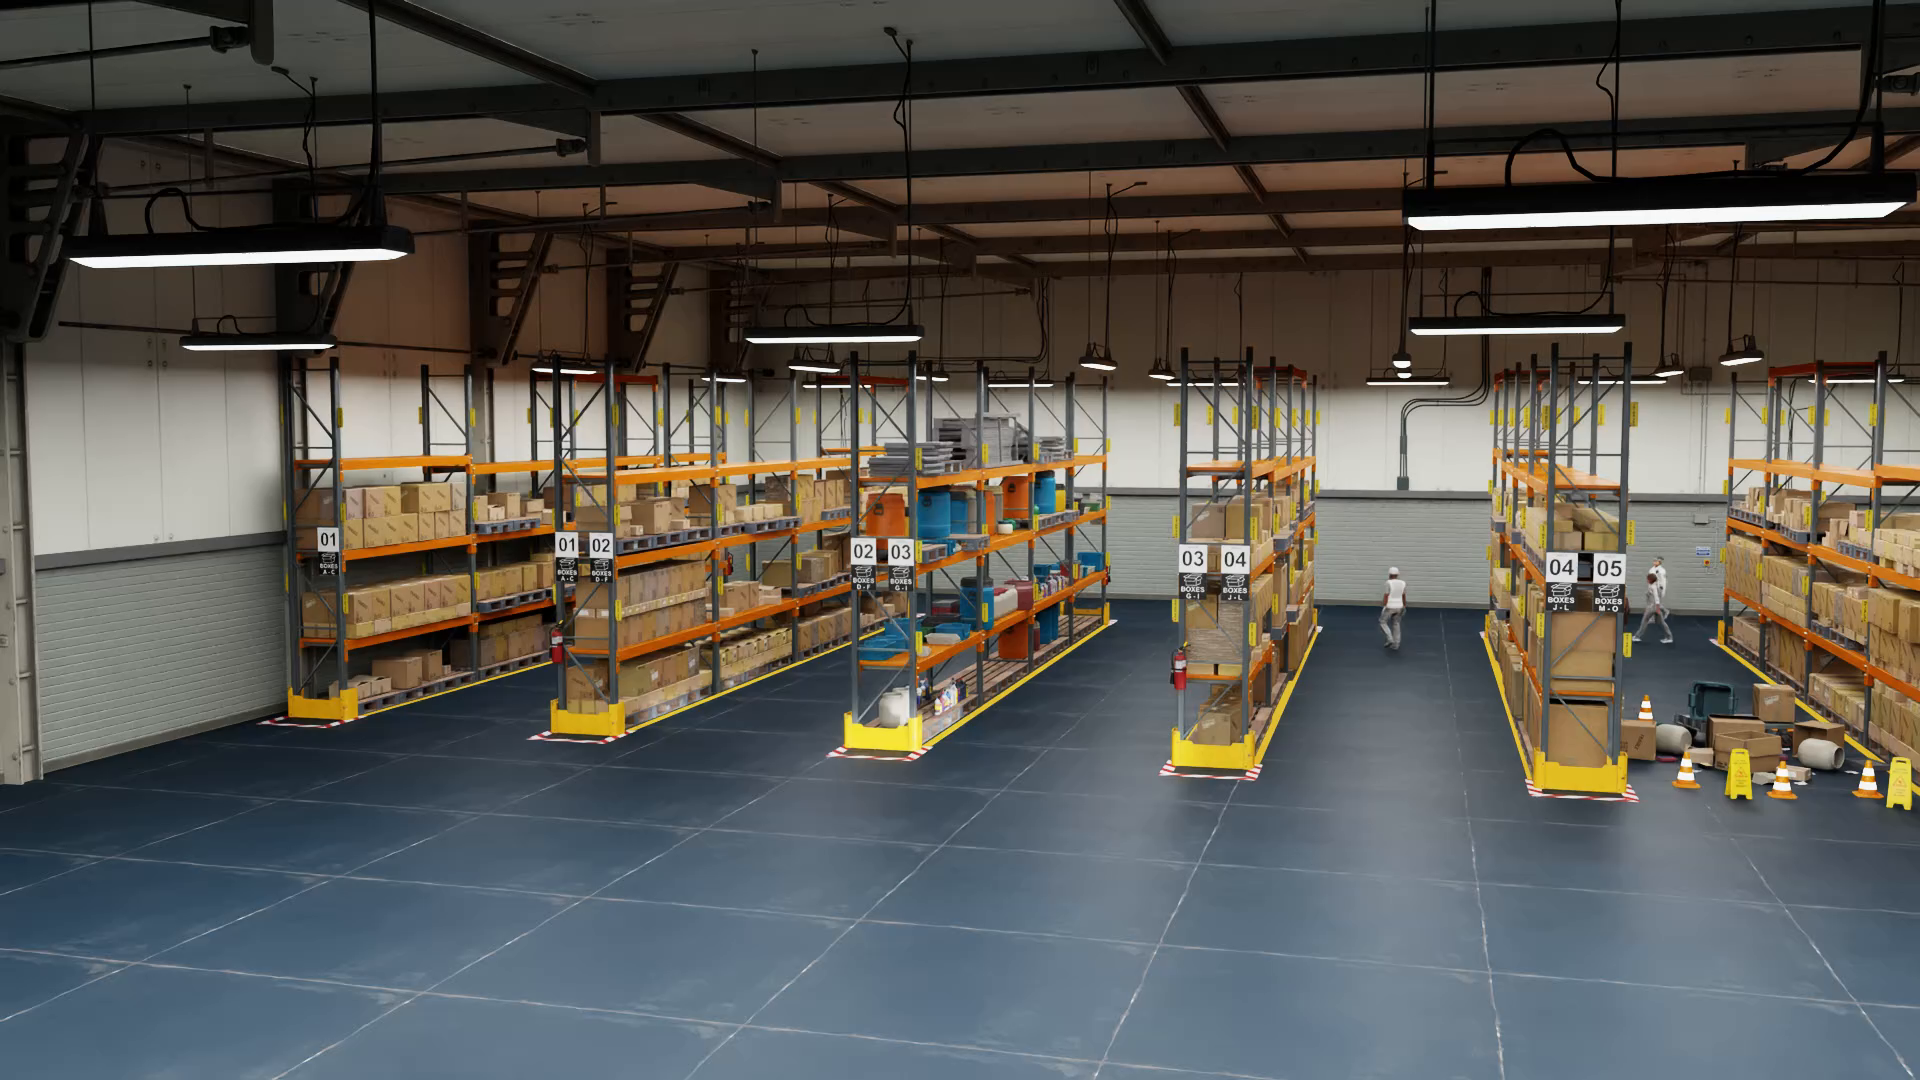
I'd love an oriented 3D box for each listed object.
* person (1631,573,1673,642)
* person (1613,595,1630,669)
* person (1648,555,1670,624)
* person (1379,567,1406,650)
[{"bbox_3d":[15.406,1.500,37.000,0.963,1.513,0.404,4,6,43],"label":"person"},{"bbox_3d":[13.060,1.700,33.168,0.659,1.760,0.668,-1,4,-7],"label":"person"},{"bbox_3d":[16.962,1.193,40.364,0.786,1.653,0.480,-1,4,-15],"label":"person"},{"bbox_3d":[9.375,1.476,35.909,0.609,1.785,0.467,-2,4,-21],"label":"person"}]
